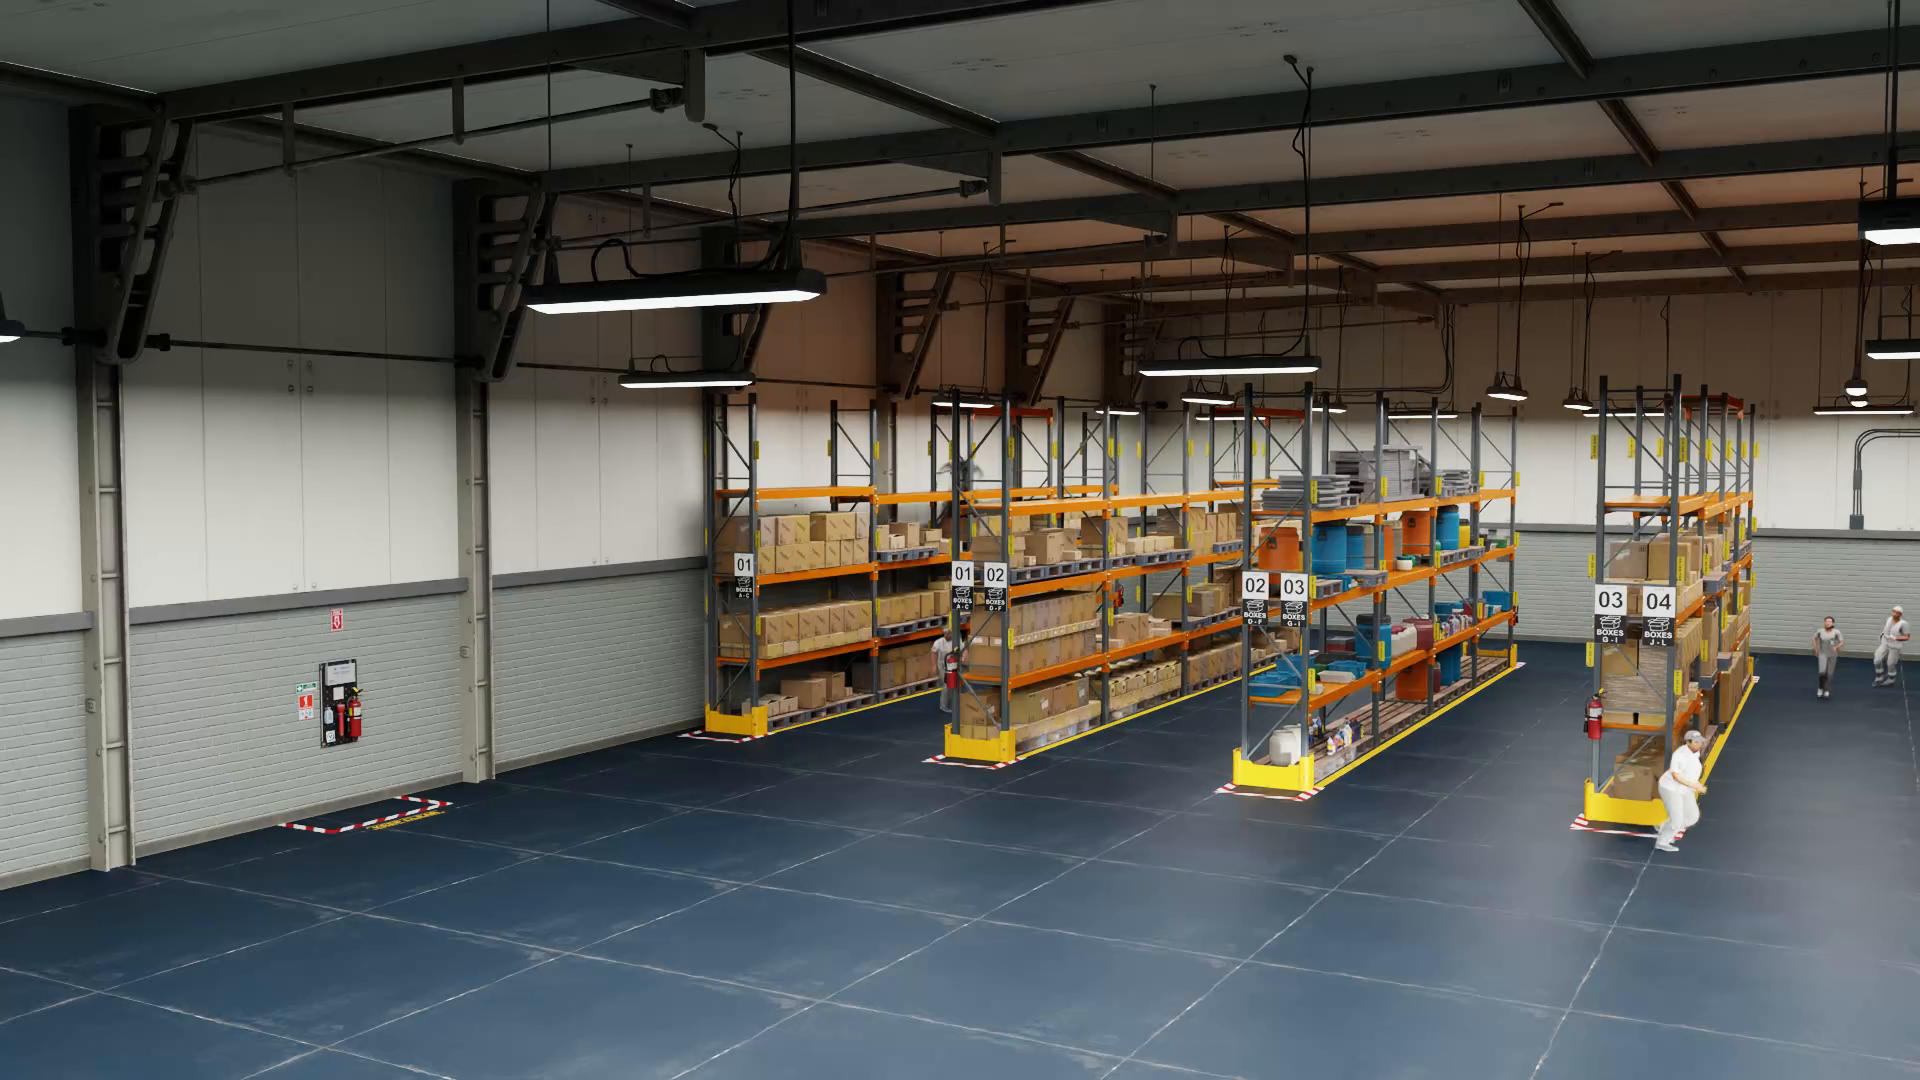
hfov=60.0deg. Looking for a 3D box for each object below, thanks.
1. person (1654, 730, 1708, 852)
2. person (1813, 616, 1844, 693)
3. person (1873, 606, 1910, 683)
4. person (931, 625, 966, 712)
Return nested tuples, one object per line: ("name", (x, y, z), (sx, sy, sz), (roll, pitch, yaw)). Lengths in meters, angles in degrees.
("person", (8.940, 3.109, 20.668), (0.562, 1.554, 0.708), (-2, 4, -38))
("person", (17.537, 2.324, 33.586), (0.555, 1.578, 0.631), (1, 3, 24))
("person", (19.559, 2.196, 34.820), (0.694, 1.659, 0.668), (-3, 4, -43))
("person", (-0.173, 2.474, 31.851), (0.679, 1.721, 0.832), (-1, 3, -24))
